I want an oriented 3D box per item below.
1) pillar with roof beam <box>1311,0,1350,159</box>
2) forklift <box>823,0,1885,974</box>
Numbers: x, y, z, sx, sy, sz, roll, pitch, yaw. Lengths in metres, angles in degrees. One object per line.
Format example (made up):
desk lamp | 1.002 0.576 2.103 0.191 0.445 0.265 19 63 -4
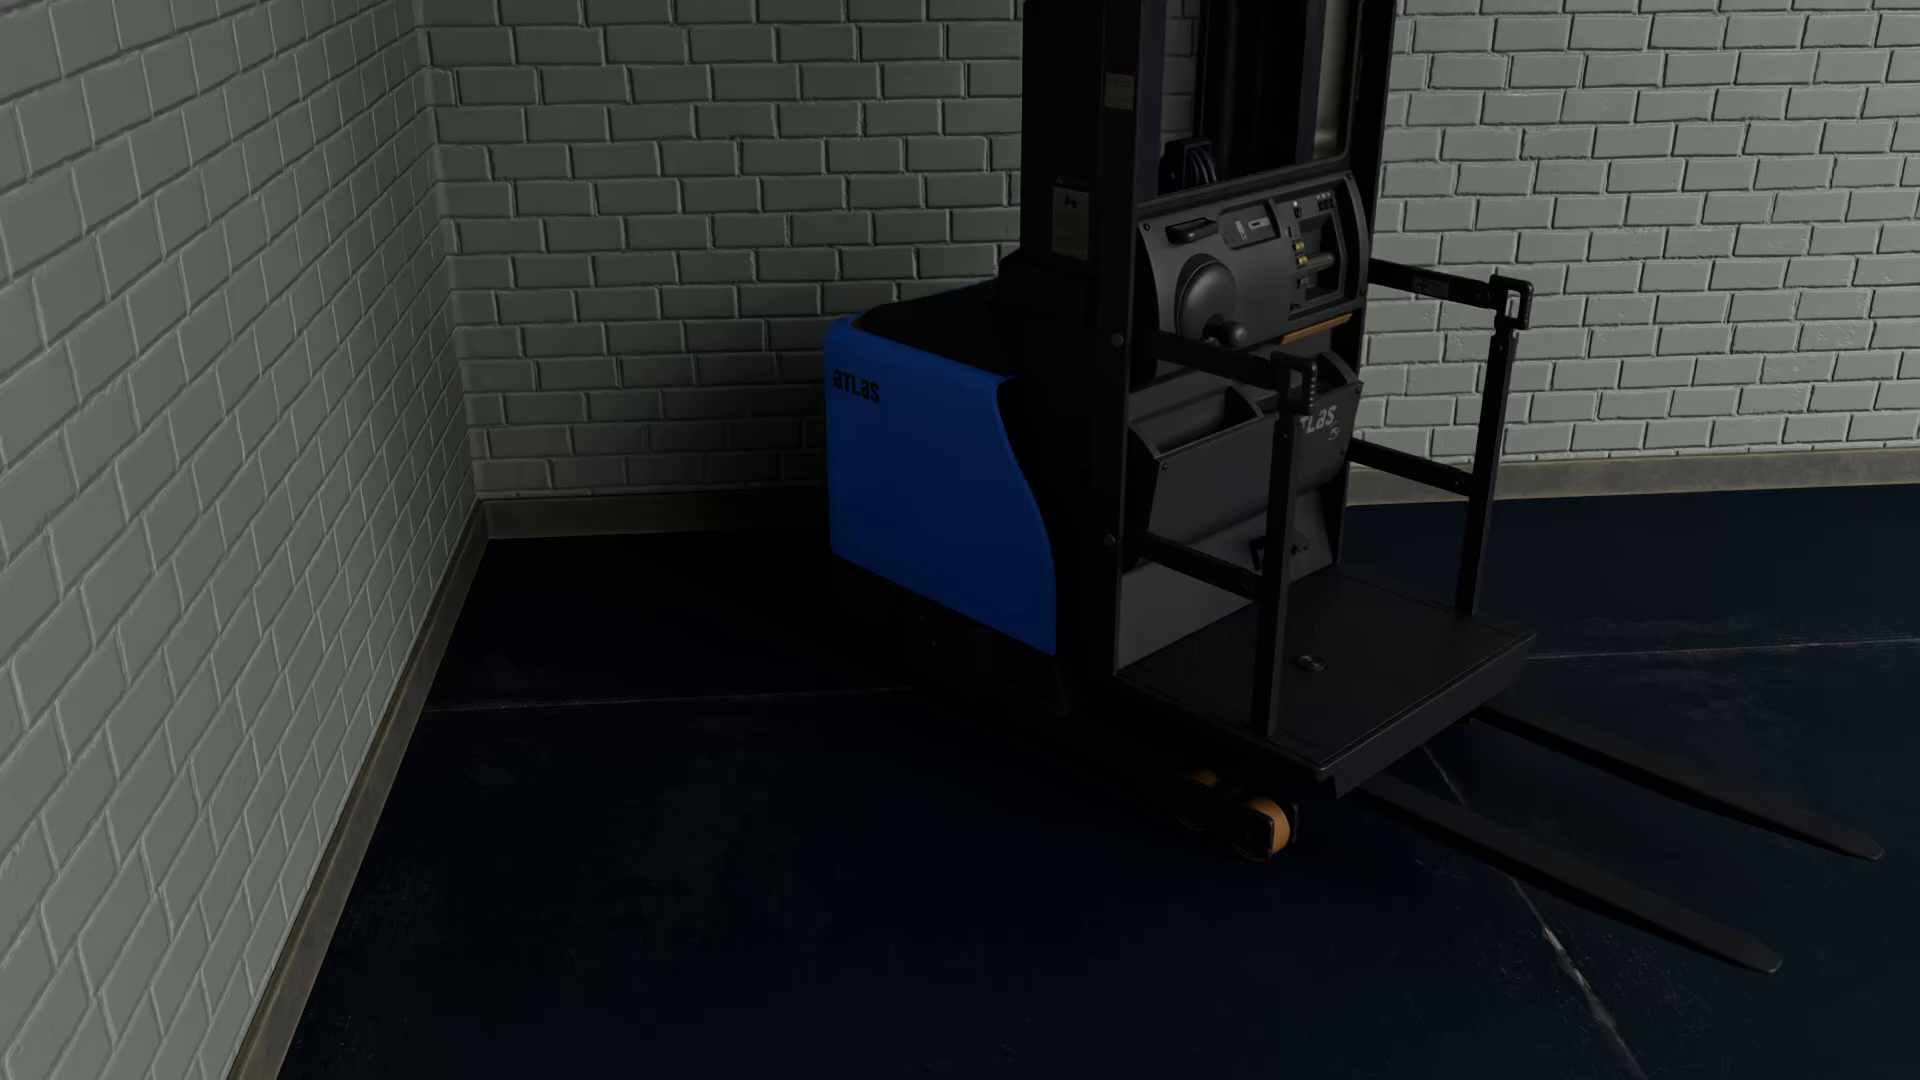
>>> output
pillar with roof beam | 1.620 -2.446 0.675 0.400 9.000 9.100 -2 24 -5
forklift | 0.945 -0.736 4.297 1.130 2.935 3.031 -21 32 -39
